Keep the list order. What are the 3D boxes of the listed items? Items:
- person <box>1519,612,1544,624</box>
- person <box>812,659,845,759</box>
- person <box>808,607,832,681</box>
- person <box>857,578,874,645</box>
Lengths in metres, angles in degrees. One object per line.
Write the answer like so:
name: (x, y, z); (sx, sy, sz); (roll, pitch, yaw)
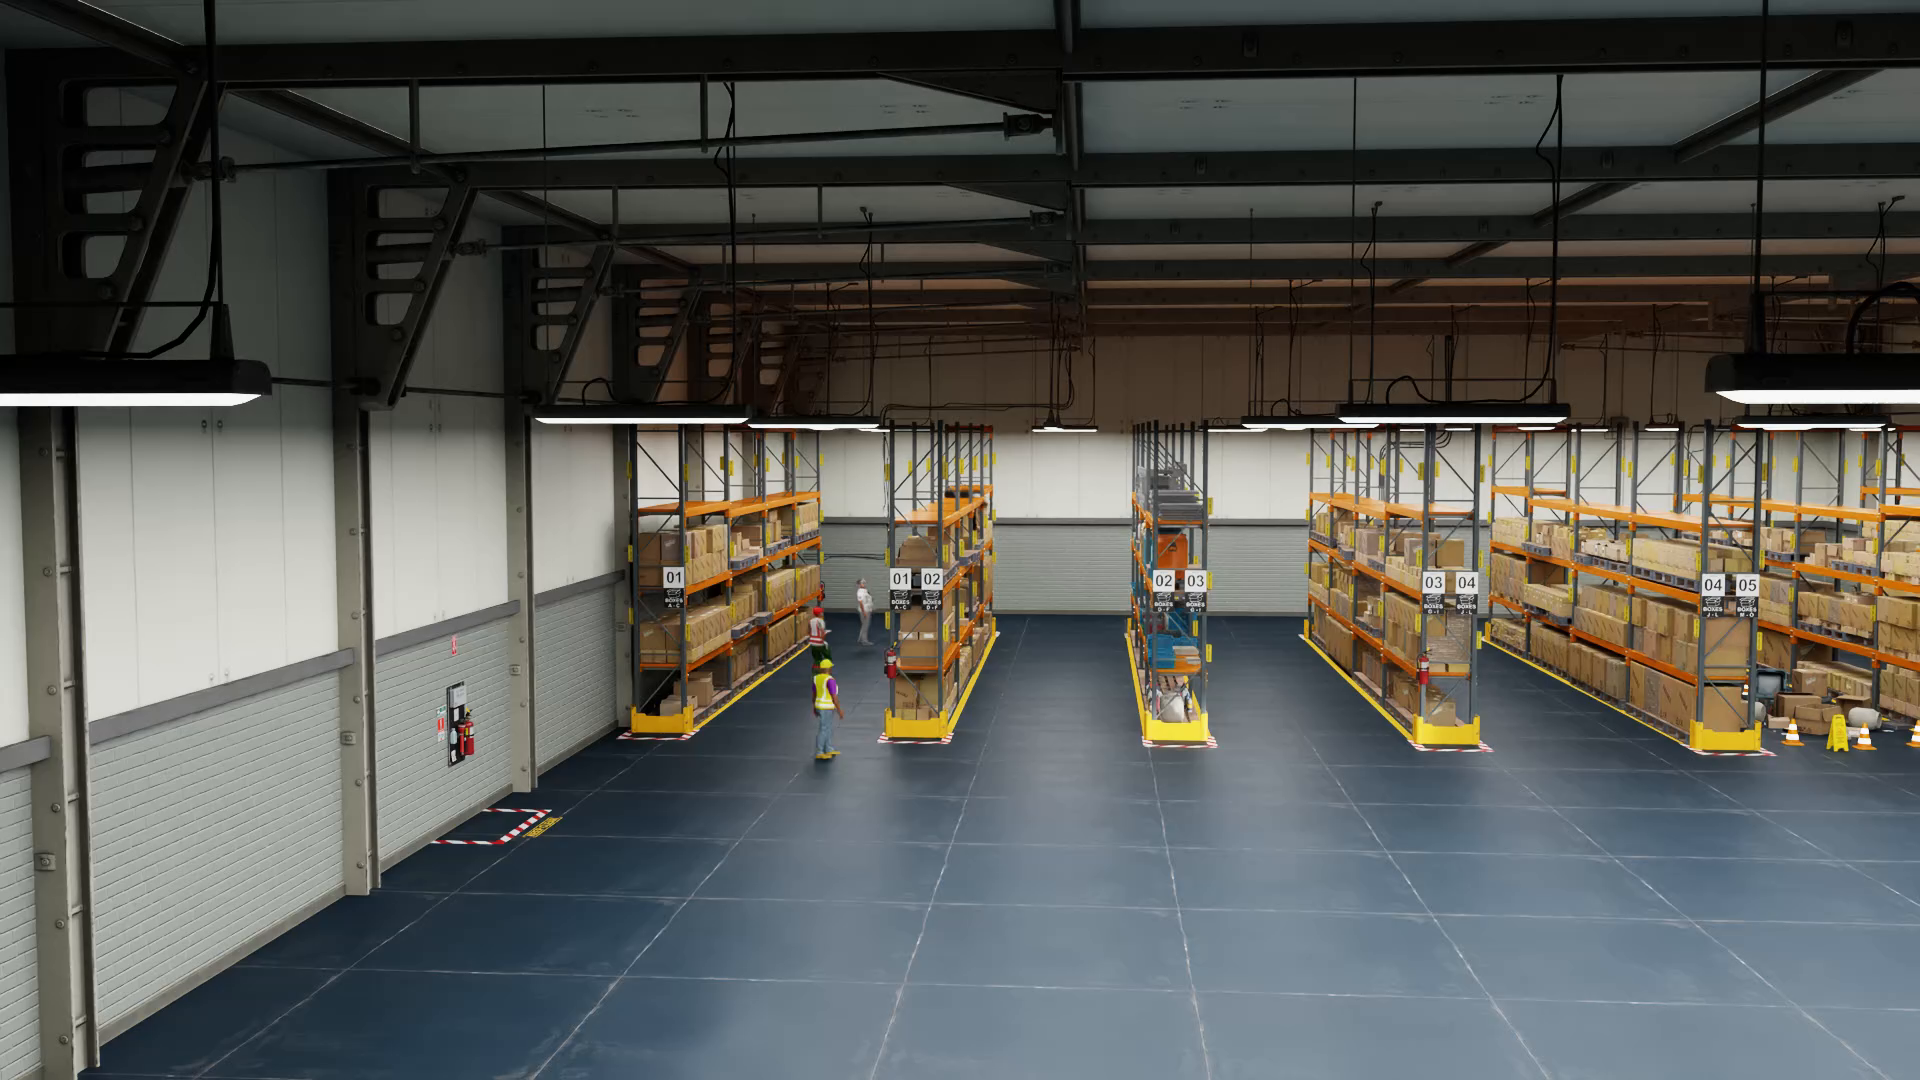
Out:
person: (16.389, 1.834, 47.781); (0.961, 1.724, 0.591); (-1, 4, -14)
person: (-2.304, 2.989, 29.435); (0.569, 1.761, 0.616); (-1, 4, -22)
person: (-3.234, 2.423, 38.766); (0.673, 1.751, 0.637); (2, 4, 31)
person: (-2.505, 1.902, 43.979); (0.467, 1.794, 0.582); (0, 4, -2)
